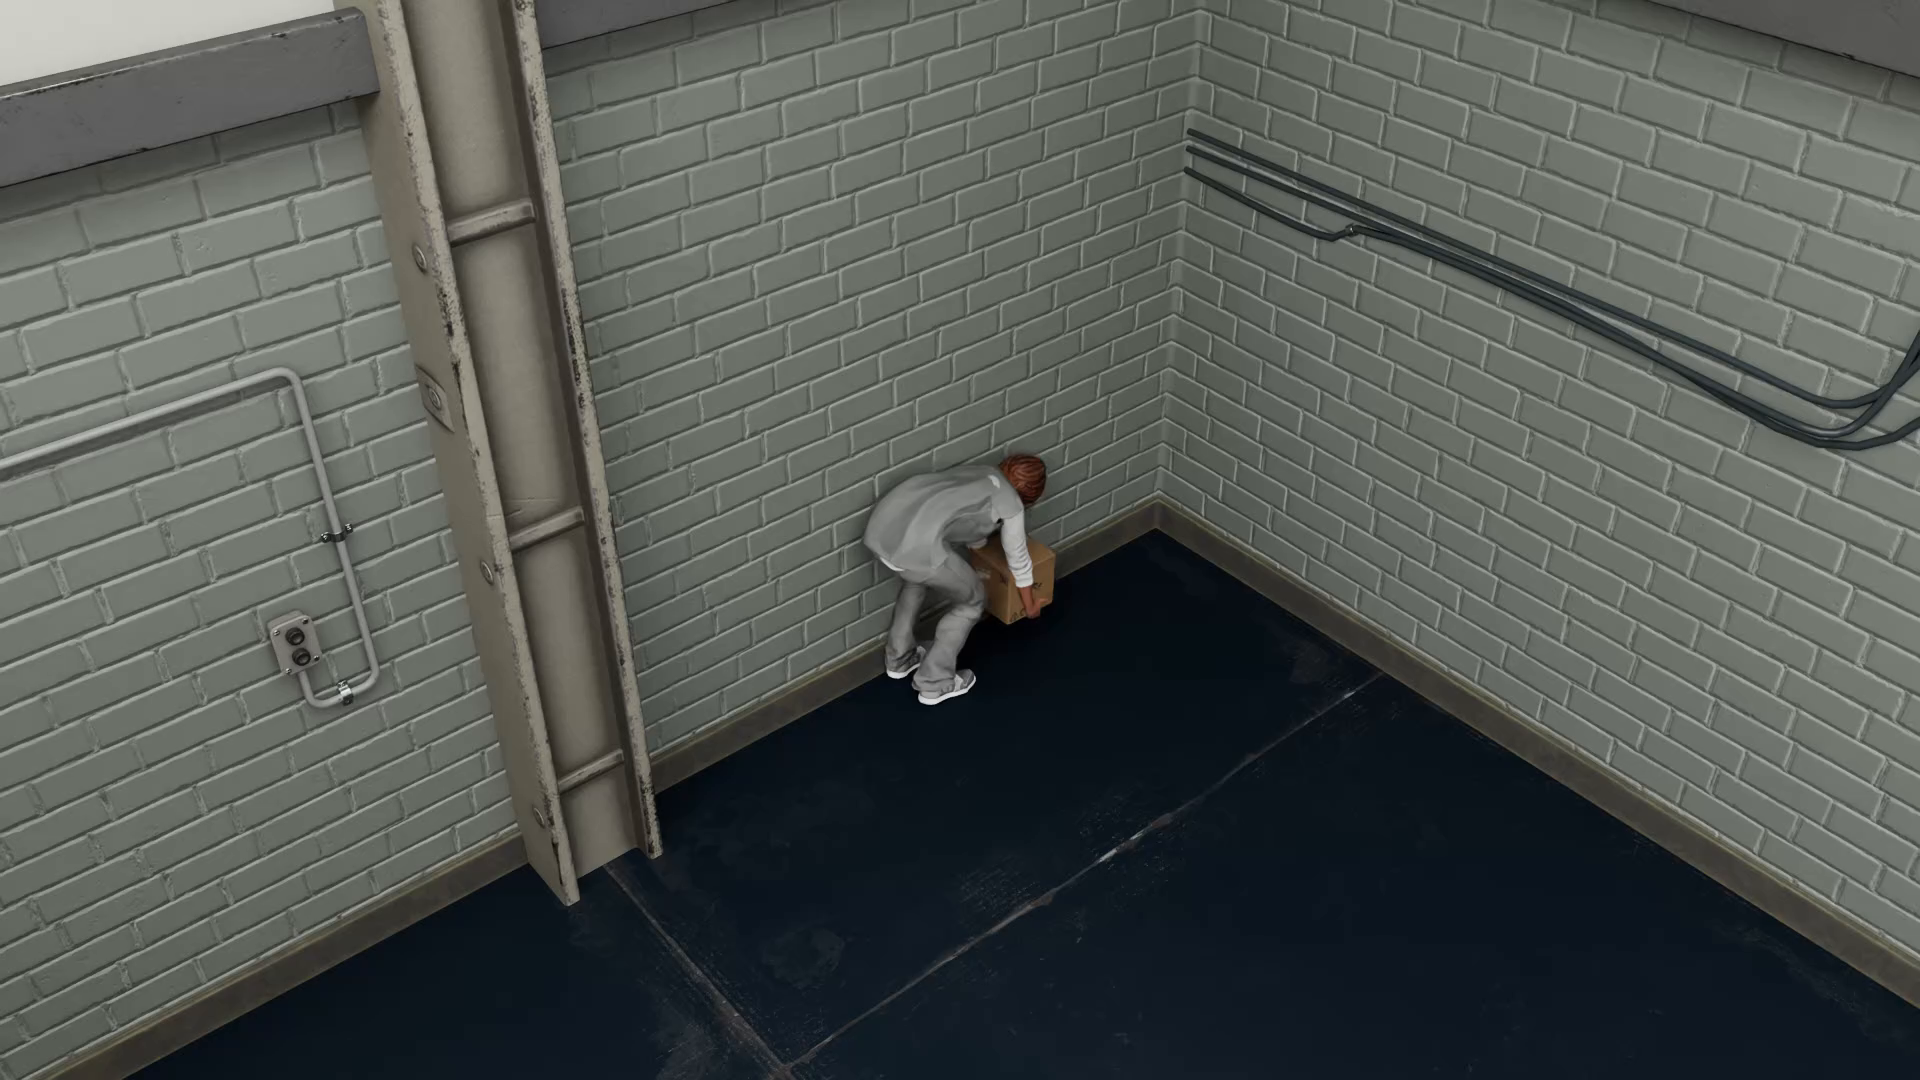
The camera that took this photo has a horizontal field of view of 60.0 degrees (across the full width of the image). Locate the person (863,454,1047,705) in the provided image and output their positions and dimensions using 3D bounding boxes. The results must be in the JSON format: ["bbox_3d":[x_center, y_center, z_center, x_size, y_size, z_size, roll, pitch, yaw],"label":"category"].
[{"bbox_3d":[0.011,0.105,6.553,0.868,0.959,0.410,-29,45,-33],"label":"person"}]
